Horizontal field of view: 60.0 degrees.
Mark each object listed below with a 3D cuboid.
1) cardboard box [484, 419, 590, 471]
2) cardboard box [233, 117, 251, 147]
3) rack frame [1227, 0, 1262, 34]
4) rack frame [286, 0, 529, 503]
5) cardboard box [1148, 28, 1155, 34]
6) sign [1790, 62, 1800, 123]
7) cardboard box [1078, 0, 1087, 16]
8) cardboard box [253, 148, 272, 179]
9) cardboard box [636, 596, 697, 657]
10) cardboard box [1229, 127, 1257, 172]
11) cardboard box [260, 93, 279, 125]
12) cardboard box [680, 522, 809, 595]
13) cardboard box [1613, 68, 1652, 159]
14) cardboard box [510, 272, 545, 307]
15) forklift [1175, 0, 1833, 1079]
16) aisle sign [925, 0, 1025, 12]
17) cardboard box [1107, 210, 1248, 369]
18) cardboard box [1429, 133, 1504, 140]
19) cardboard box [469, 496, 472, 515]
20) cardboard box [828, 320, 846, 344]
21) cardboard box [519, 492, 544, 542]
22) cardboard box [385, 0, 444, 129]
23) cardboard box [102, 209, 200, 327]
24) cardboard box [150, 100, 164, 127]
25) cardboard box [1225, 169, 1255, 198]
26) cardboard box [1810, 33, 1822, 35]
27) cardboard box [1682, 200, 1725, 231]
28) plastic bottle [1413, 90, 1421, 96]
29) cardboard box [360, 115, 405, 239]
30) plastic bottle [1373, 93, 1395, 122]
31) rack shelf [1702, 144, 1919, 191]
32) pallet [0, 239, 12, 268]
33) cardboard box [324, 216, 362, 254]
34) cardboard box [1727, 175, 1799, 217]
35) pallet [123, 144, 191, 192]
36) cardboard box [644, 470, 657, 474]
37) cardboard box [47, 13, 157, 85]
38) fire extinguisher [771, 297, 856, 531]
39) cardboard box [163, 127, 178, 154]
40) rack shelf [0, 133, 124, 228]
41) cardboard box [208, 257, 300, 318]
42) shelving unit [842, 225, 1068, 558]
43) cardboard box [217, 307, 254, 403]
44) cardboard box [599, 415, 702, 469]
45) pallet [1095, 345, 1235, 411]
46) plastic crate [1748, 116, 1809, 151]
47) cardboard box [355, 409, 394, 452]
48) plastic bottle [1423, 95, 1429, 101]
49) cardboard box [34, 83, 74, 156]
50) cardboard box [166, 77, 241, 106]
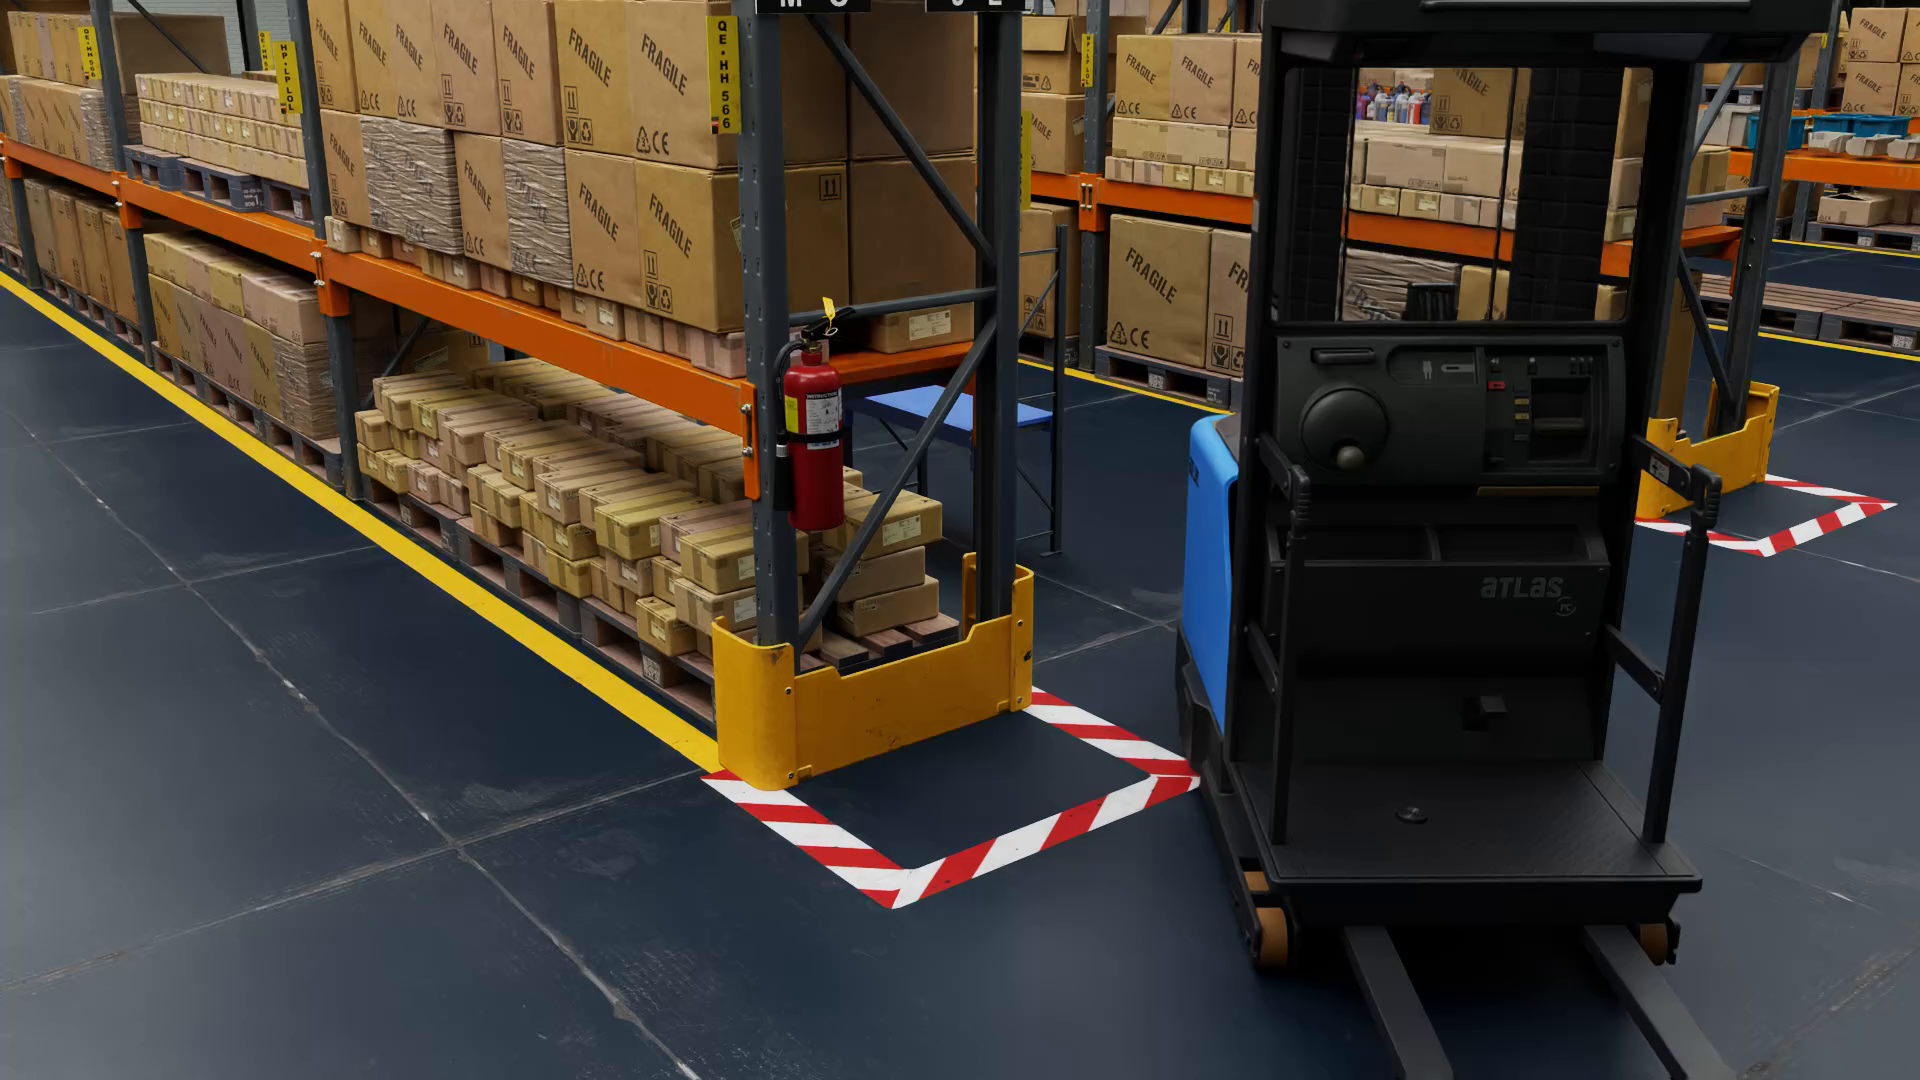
[{"bbox_3d":[-1.834,-0.404,7.232,0.380,0.149,0.250,-15,24,-38],"label":"cardboard box"},{"bbox_3d":[-3.765,-2.261,9.176,0.380,0.149,0.250,-15,24,-39],"label":"cardboard box"},{"bbox_3d":[4.039,-6.570,22.931,1.000,3.000,0.127,-14,23,-36],"label":"rack frame"},{"bbox_3d":[-2.713,-1.723,8.293,1.000,3.000,0.127,-14,23,-36],"label":"rack frame"},{"bbox_3d":[2.915,-7.263,23.835,0.380,0.149,0.250,-13,22,-35],"label":"cardboard box"},{"bbox_3d":[4.160,-2.236,8.339,0.100,0.325,0.005,-14,23,-36],"label":"sign"},{"bbox_3d":[2.198,-7.959,24.905,0.700,0.500,0.500,-15,23,-38],"label":"cardboard box"},{"bbox_3d":[-3.585,-2.049,9.012,0.380,0.149,0.250,-15,24,-39],"label":"cardboard box"},{"bbox_3d":[-0.959,0.284,6.099,0.380,0.149,0.250,-13,22,-34],"label":"cardboard box"},{"bbox_3d":[1.955,-2.319,9.859,0.500,0.250,0.500,-13,23,-35],"label":"cardboard box"},{"bbox_3d":[-3.442,-2.276,8.749,0.380,0.149,0.250,-15,23,-38],"label":"cardboard box"},{"bbox_3d":[-0.757,0.054,5.849,0.380,0.149,0.250,-14,23,-35],"label":"cardboard box"},{"bbox_3d":[3.213,-2.175,8.231,0.500,0.500,0.500,-14,23,-35],"label":"cardboard box"},{"bbox_3d":[-1.562,-1.040,6.630,0.380,0.149,0.250,-13,23,-35],"label":"cardboard box"},{"bbox_3d":[1.318,-0.349,4.255,1.130,2.935,3.031,0,18,-1],"label":"forklift"},{"bbox_3d":[0.051,-2.012,5.030,0.394,0.787,0.004,-14,23,-36],"label":"aisle sign"},{"bbox_3d":[1.585,-1.678,10.871,0.875,0.875,0.875,-14,23,-36],"label":"cardboard box"},{"bbox_3d":[2.998,-2.172,9.417,0.500,0.250,0.500,-15,23,-38],"label":"cardboard box"},{"bbox_3d":[-1.987,-0.187,7.523,0.380,0.149,0.250,-15,24,-38],"label":"cardboard box"},{"bbox_3d":[-0.364,-0.816,5.955,0.380,0.149,0.250,-13,22,-34],"label":"cardboard box"},{"bbox_3d":[-1.581,-0.118,6.841,0.380,0.149,0.250,-13,22,-33],"label":"cardboard box"},{"bbox_3d":[-2.001,-1.972,6.824,0.500,0.500,0.500,-14,23,-35],"label":"cardboard box"},{"bbox_3d":[-5.504,-2.007,12.063,1.050,0.750,0.750,-14,23,-37],"label":"cardboard box"},{"bbox_3d":[-4.884,-2.705,10.518,0.380,0.149,0.250,-13,22,-34],"label":"cardboard box"},{"bbox_3d":[1.812,-2.152,9.988,0.380,0.149,0.250,-14,23,-37],"label":"cardboard box"},{"bbox_3d":[11.129,-6.327,21.534,0.500,0.500,0.500,-14,23,-36],"label":"cardboard box"},{"bbox_3d":[3.760,-1.713,8.663,0.380,0.149,0.250,-14,23,-36],"label":"cardboard box"},{"bbox_3d":[4.302,-4.103,15.686,0.097,0.271,0.097,0,18,0],"label":"plastic bottle"},{"bbox_3d":[-2.290,-1.620,7.349,0.500,0.500,0.500,-14,23,-36],"label":"cardboard box"},{"bbox_3d":[3.855,-3.912,15.103,0.152,0.276,0.135,-14,23,-36],"label":"plastic bottle"},{"bbox_3d":[6.362,-2.798,12.685,1.077,0.370,4.000,-14,23,-36],"label":"rack shelf"},{"bbox_3d":[-8.853,-2.874,16.205,1.003,0.211,1.213,-14,23,-36],"label":"pallet"},{"bbox_3d":[-2.794,-1.470,7.929,0.380,0.149,0.250,-13,22,-34],"label":"cardboard box"},{"bbox_3d":[8.475,-3.686,17.499,0.500,0.500,0.500,-14,23,-36],"label":"cardboard box"},{"bbox_3d":[-4.671,-2.462,10.832,1.213,0.211,1.003,-14,23,-36],"label":"pallet"},{"bbox_3d":[-1.215,-0.215,7.134,0.380,0.149,0.250,-13,22,-33],"label":"cardboard box"},{"bbox_3d":[-6.420,-3.719,12.573,0.700,0.500,0.500,-14,23,-37],"label":"cardboard box"},{"bbox_3d":[-0.435,-0.371,4.928,0.296,0.674,0.183,-14,23,-36],"label":"fire extinguisher"},{"bbox_3d":[-4.743,-2.506,10.391,0.380,0.149,0.250,-13,22,-33],"label":"cardboard box"},{"bbox_3d":[-6.438,-2.860,12.871,1.077,0.370,4.000,-14,23,-36],"label":"rack shelf"},{"bbox_3d":[-4.022,-1.482,9.683,0.500,0.250,0.500,-15,24,-38],"label":"cardboard box"},{"bbox_3d":[-0.053,-0.733,7.690,0.538,1.500,1.048,-14,23,-36],"label":"shelving unit"},{"bbox_3d":[-4.003,-1.122,9.788,0.500,0.500,0.500,-15,23,-37],"label":"cardboard box"},{"bbox_3d":[-1.352,-0.424,7.293,0.380,0.149,0.250,-14,23,-36],"label":"cardboard box"},{"bbox_3d":[1.649,-1.139,10.968,1.003,0.211,1.213,-14,23,-36],"label":"pallet"},{"bbox_3d":[6.128,-3.052,12.478,0.416,0.233,0.300,-14,23,-36],"label":"plastic crate"},{"bbox_3d":[-2.739,-0.558,8.170,0.380,0.149,0.250,-13,22,-34],"label":"cardboard box"},{"bbox_3d":[4.169,-3.849,14.918,0.097,0.271,0.097,0,18,0],"label":"plastic bottle"},{"bbox_3d":[-6.627,-3.186,12.554,0.500,0.500,0.500,-14,23,-35],"label":"cardboard box"},{"bbox_3d":[-4.580,-2.727,10.110,0.380,0.149,0.250,-15,24,-38],"label":"cardboard box"}]
